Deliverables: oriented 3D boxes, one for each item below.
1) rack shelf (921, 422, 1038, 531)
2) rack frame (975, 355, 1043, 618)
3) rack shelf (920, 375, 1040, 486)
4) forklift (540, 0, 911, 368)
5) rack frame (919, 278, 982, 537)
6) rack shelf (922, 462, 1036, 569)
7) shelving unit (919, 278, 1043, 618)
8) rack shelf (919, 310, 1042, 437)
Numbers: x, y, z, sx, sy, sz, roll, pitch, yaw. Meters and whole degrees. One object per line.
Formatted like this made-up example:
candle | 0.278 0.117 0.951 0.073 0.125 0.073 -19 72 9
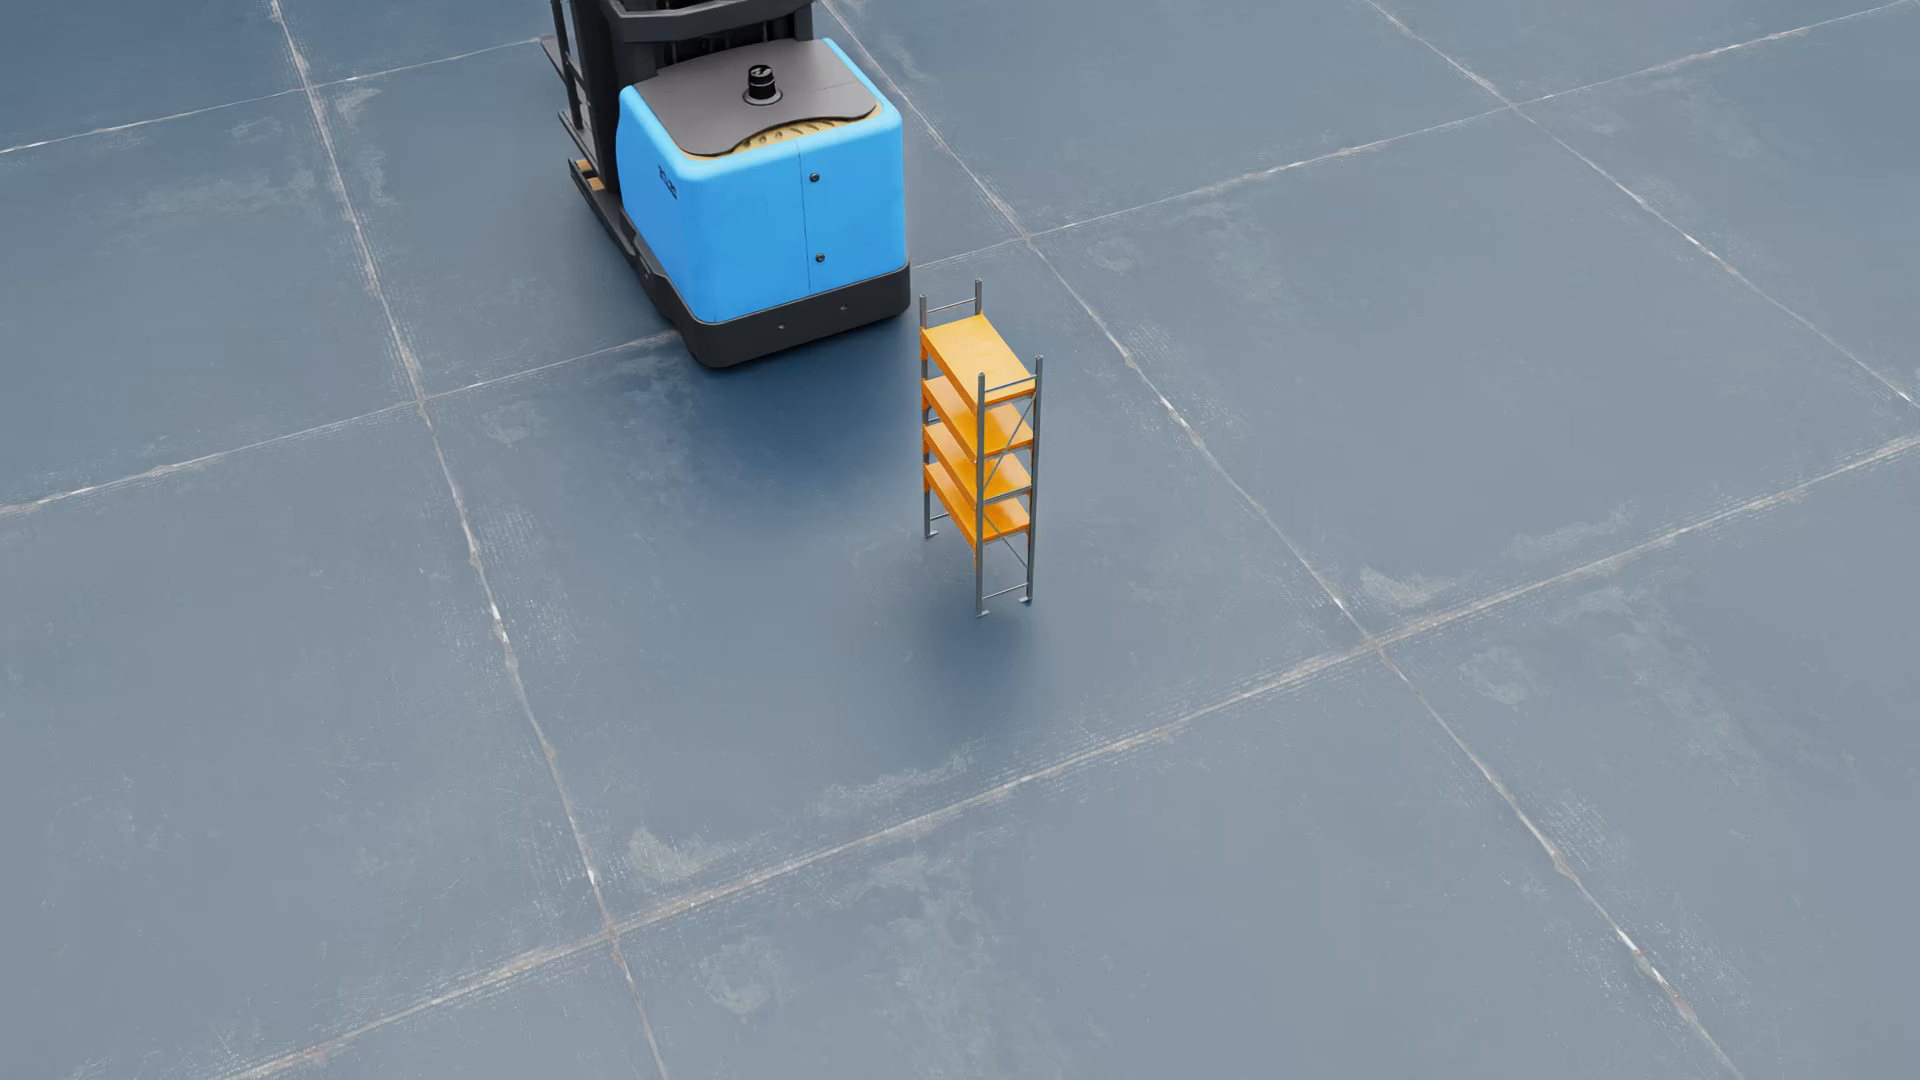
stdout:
rack shelf | 0.070 -0.274 6.269 0.258 0.148 0.480 -18 47 -17
rack frame | 0.172 -0.166 6.064 0.240 1.200 0.015 -18 47 -17
rack shelf | 0.070 -0.433 6.112 0.258 0.148 0.480 -18 47 -17
forklift | -1.351 -2.850 7.552 1.130 2.935 3.031 -20 48 -19
rack frame | -0.033 -0.477 6.379 0.240 1.200 0.015 -18 47 -17
rack shelf | 0.070 -0.132 6.408 0.258 0.148 0.480 -18 47 -17
shelving unit | 0.070 -0.322 6.222 0.258 1.200 0.503 -18 47 -17
rack shelf | 0.070 -0.601 5.946 0.258 0.148 0.480 -18 47 -17
